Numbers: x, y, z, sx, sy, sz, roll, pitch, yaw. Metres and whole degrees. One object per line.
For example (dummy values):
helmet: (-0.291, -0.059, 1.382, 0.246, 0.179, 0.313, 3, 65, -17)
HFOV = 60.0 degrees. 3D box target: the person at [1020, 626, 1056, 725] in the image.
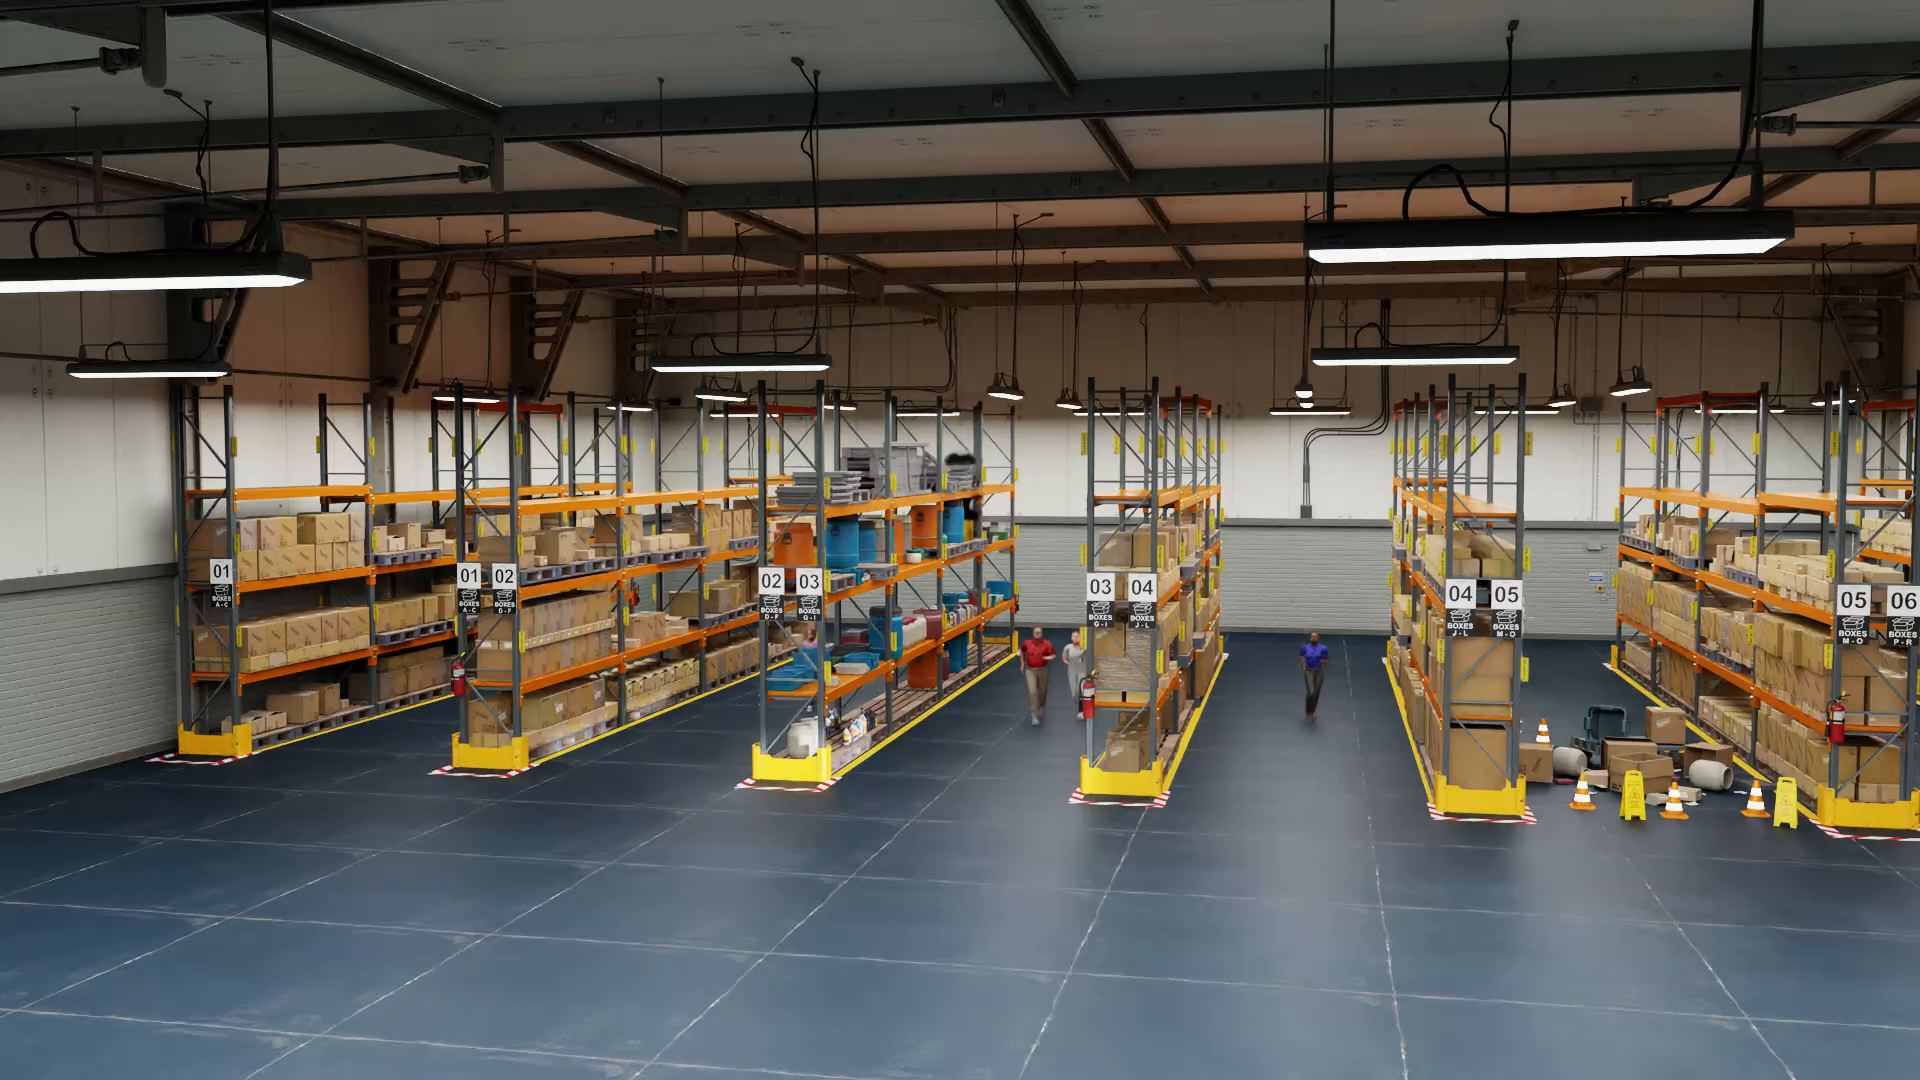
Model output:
person: (1.411, 2.423, 30.180, 0.660, 1.722, 0.983, 0, 3, 2)

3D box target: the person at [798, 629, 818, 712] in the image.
person: (-2.836, 2.462, 31.689, 0.536, 1.563, 0.576, 0, 3, 2)

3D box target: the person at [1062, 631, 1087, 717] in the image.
person: (2.151, 2.467, 30.512, 0.561, 1.622, 0.649, 1, 3, 15)

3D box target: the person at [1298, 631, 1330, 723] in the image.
person: (6.459, 2.509, 30.282, 0.546, 1.693, 0.710, 0, 3, 5)
